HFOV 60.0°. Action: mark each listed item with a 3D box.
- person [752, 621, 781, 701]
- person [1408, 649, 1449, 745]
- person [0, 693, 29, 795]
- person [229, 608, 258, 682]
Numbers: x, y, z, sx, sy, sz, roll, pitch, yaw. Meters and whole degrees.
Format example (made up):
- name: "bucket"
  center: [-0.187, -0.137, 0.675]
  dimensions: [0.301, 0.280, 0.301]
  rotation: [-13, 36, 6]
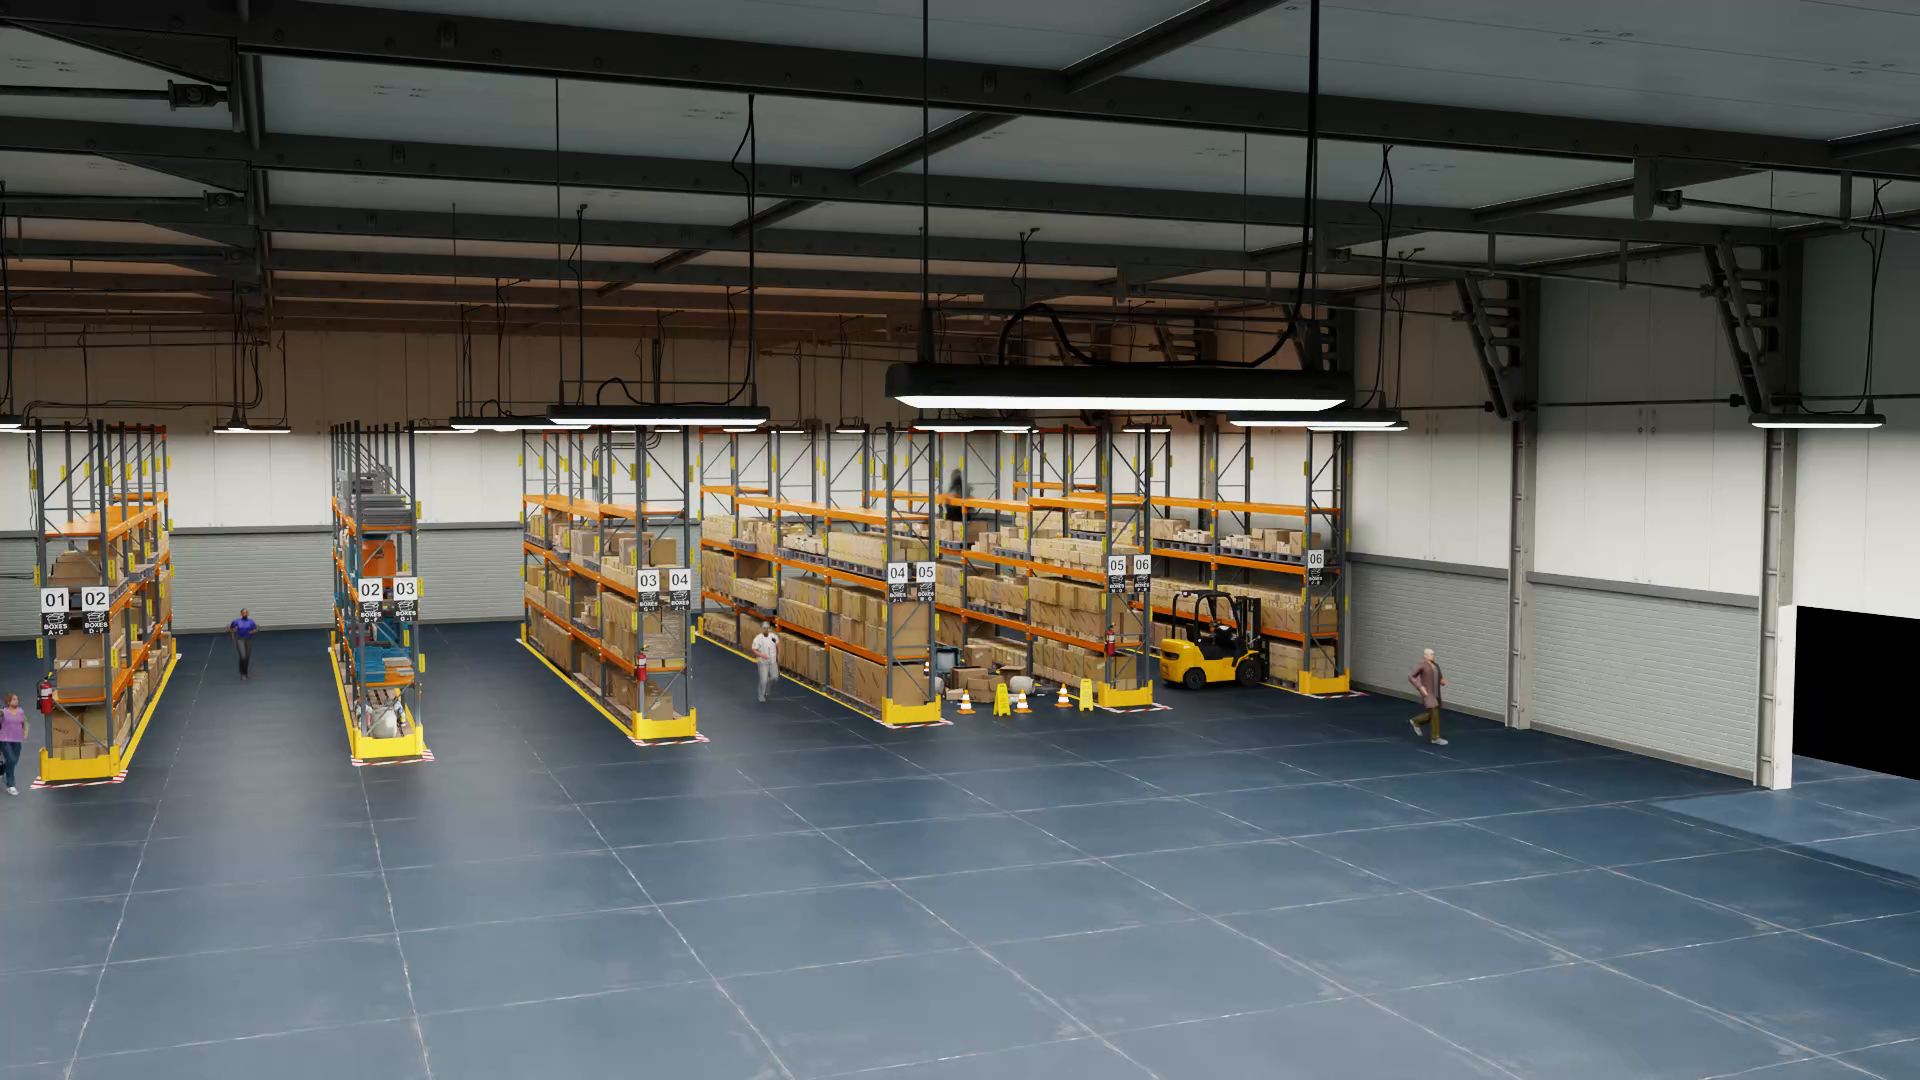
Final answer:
- name: "person"
  center: [-4.140, 2.615, 35.866]
  dimensions: [0.692, 1.744, 0.696]
  rotation: [-2, 4, -24]
- name: "person"
  center: [8.744, 2.903, 31.031]
  dimensions: [0.720, 1.751, 0.964]
  rotation: [-3, 4, -36]
- name: "person"
  center: [-15.314, 3.271, 26.829]
  dimensions: [0.724, 1.580, 0.578]
  rotation: [2, 4, 34]
- name: "person"
  center: [-16.805, 2.457, 39.064]
  dimensions: [0.559, 1.712, 0.694]
  rotation: [-3, 5, -39]
